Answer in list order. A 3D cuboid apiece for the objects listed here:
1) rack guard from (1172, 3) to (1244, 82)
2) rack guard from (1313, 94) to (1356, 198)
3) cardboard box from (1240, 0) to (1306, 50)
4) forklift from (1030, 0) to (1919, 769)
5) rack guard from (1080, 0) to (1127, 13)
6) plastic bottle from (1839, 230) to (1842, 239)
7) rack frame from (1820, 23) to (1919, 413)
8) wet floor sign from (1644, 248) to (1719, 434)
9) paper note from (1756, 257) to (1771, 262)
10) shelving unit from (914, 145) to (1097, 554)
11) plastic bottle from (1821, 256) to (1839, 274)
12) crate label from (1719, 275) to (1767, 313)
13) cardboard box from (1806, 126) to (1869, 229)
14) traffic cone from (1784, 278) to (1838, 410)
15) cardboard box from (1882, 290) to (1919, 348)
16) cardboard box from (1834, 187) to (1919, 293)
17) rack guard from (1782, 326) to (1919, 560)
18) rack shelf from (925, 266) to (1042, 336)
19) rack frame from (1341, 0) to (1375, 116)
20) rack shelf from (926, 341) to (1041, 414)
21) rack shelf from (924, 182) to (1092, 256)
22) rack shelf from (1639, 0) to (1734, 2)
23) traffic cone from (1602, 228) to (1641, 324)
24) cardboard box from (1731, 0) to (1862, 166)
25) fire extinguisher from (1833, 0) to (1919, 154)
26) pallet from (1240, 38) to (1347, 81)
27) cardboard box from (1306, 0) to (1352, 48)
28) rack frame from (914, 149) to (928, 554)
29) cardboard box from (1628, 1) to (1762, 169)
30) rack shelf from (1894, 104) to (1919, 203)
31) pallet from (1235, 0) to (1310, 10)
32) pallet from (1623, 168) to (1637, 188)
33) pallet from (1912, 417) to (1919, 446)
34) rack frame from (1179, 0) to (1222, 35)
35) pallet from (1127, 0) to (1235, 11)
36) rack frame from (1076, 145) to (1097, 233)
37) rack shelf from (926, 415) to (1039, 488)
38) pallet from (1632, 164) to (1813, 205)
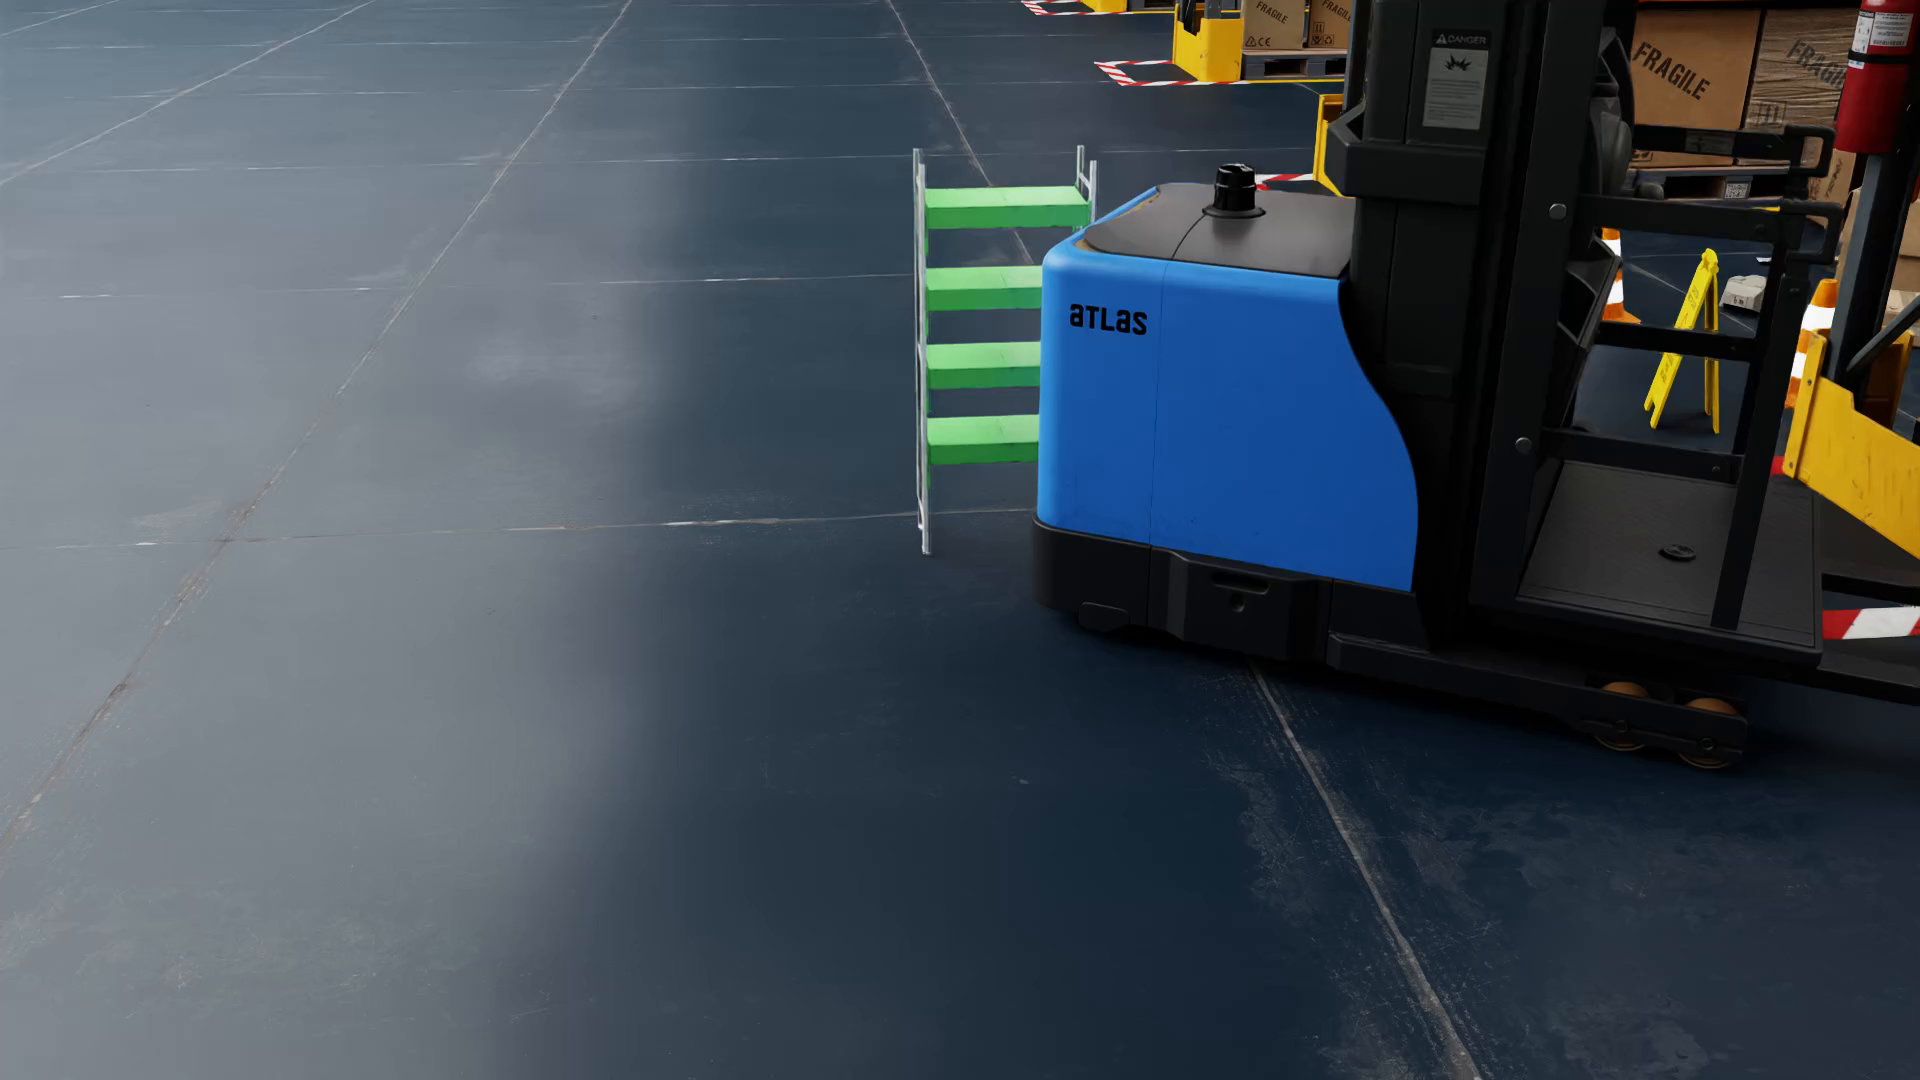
[{"bbox_3d":[2.112,-4.265,14.230,0.348,0.500,1.175,-2,24,-5],"label":"rack guard"},{"bbox_3d":[2.400,-2.252,9.702,0.348,0.500,1.175,-2,24,-5],"label":"rack guard"},{"bbox_3d":[2.660,-4.472,14.179,0.500,0.500,0.500,2,24,5],"label":"cardboard box"},{"bbox_3d":[1.760,-1.034,3.968,3.031,2.935,1.130,11,26,23],"label":"forklift"},{"bbox_3d":[1.621,-6.286,18.777,0.348,0.500,1.175,-2,24,-5],"label":"rack guard"},{"bbox_3d":[4.752,-1.565,8.696,0.133,0.061,0.283,-11,26,-23],"label":"plastic bottle"},{"bbox_3d":[3.011,-1.399,4.704,0.127,3.000,1.000,-2,24,-5],"label":"rack frame"},{"bbox_3d":[2.717,-0.748,6.138,0.232,0.644,0.267,6,25,13],"label":"wet floor sign"},{"bbox_3d":[4.110,-1.413,8.393,0.142,0.017,0.144,6,25,13],"label":"paper note"},{"bbox_3d":[0.126,-0.562,5.037,0.503,1.200,0.258,-2,24,-5],"label":"shelving unit"},{"bbox_3d":[4.432,-1.373,8.265,0.283,0.061,0.133,-11,26,-23],"label":"plastic bottle"},{"bbox_3d":[3.641,-1.121,7.603,0.298,0.136,0.250,-16,29,-32],"label":"crate label"},{"bbox_3d":[4.960,-1.937,8.990,0.500,0.500,0.500,2,24,4],"label":"cardboard box"},{"bbox_3d":[3.312,-0.778,6.431,0.334,0.463,0.336,-2,24,-5],"label":"traffic cone"},{"bbox_3d":[4.116,-0.965,7.237,0.250,0.149,0.380,10,26,22],"label":"cardboard box"},{"bbox_3d":[4.510,-1.351,7.671,0.797,0.503,0.637,22,32,40],"label":"cardboard box"},{"bbox_3d":[3.086,-0.260,5.218,0.348,0.500,1.175,-2,24,-5],"label":"rack guard"},{"bbox_3d":[0.126,-0.723,4.966,0.480,0.148,0.258,-2,24,-5],"label":"rack shelf"},{"bbox_3d":[2.424,-3.395,9.196,0.127,3.000,1.000,-2,24,-5],"label":"rack frame"},{"bbox_3d":[0.126,-0.504,5.063,0.480,0.148,0.258,-2,24,-5],"label":"rack shelf"},{"bbox_3d":[0.126,-0.942,4.868,0.480,0.148,0.258,-2,24,-5],"label":"rack shelf"},{"bbox_3d":[4.414,-3.147,9.522,4.000,0.370,1.077,-2,24,-5],"label":"rack shelf"},{"bbox_3d":[2.864,-1.213,7.410,0.334,0.463,0.336,-2,24,-5],"label":"traffic cone"},{"bbox_3d":[4.875,-2.742,9.824,0.875,0.875,0.875,-2,24,-5],"label":"cardboard box"},{"bbox_3d":[2.852,-1.545,5.128,0.183,0.674,0.296,-2,24,-5],"label":"fire extinguisher"},{"bbox_3d":[2.924,-4.151,14.330,1.213,0.211,1.003,-2,24,-5],"label":"pallet"},{"bbox_3d":[3.251,-4.510,14.264,0.500,0.500,0.500,4,24,9],"label":"cardboard box"},{"bbox_3d":[-0.117,-0.552,5.015,0.015,1.200,0.240,-2,24,-5],"label":"rack frame"},{"bbox_3d":[3.967,-2.706,9.744,0.875,0.875,0.875,-3,24,-6],"label":"cardboard box"},{"bbox_3d":[5.001,-1.150,5.030,4.000,0.370,1.077,-2,24,-5],"label":"rack shelf"},{"bbox_3d":[3.641,-6.232,19.011,1.213,0.211,1.003,-2,24,-5],"label":"pallet"},{"bbox_3d":[3.212,-2.185,9.905,1.213,0.211,1.003,-2,24,-5],"label":"pallet"},{"bbox_3d":[3.898,-0.146,5.318,1.213,0.211,1.003,-2,24,-5],"label":"pallet"},{"bbox_3d":[2.037,-5.404,13.716,0.127,3.000,1.000,-2,24,-5],"label":"rack frame"},{"bbox_3d":[2.430,-6.184,18.904,1.213,0.211,1.003,-2,24,-5],"label":"pallet"},{"bbox_3d":[0.369,-0.572,5.059,0.015,1.200,0.240,-2,24,-5],"label":"rack frame"},{"bbox_3d":[0.126,-0.284,5.161,0.480,0.148,0.258,-2,24,-5],"label":"rack shelf"},{"bbox_3d":[4.423,-2.232,10.012,1.213,0.211,1.003,-2,24,-5],"label":"pallet"}]
